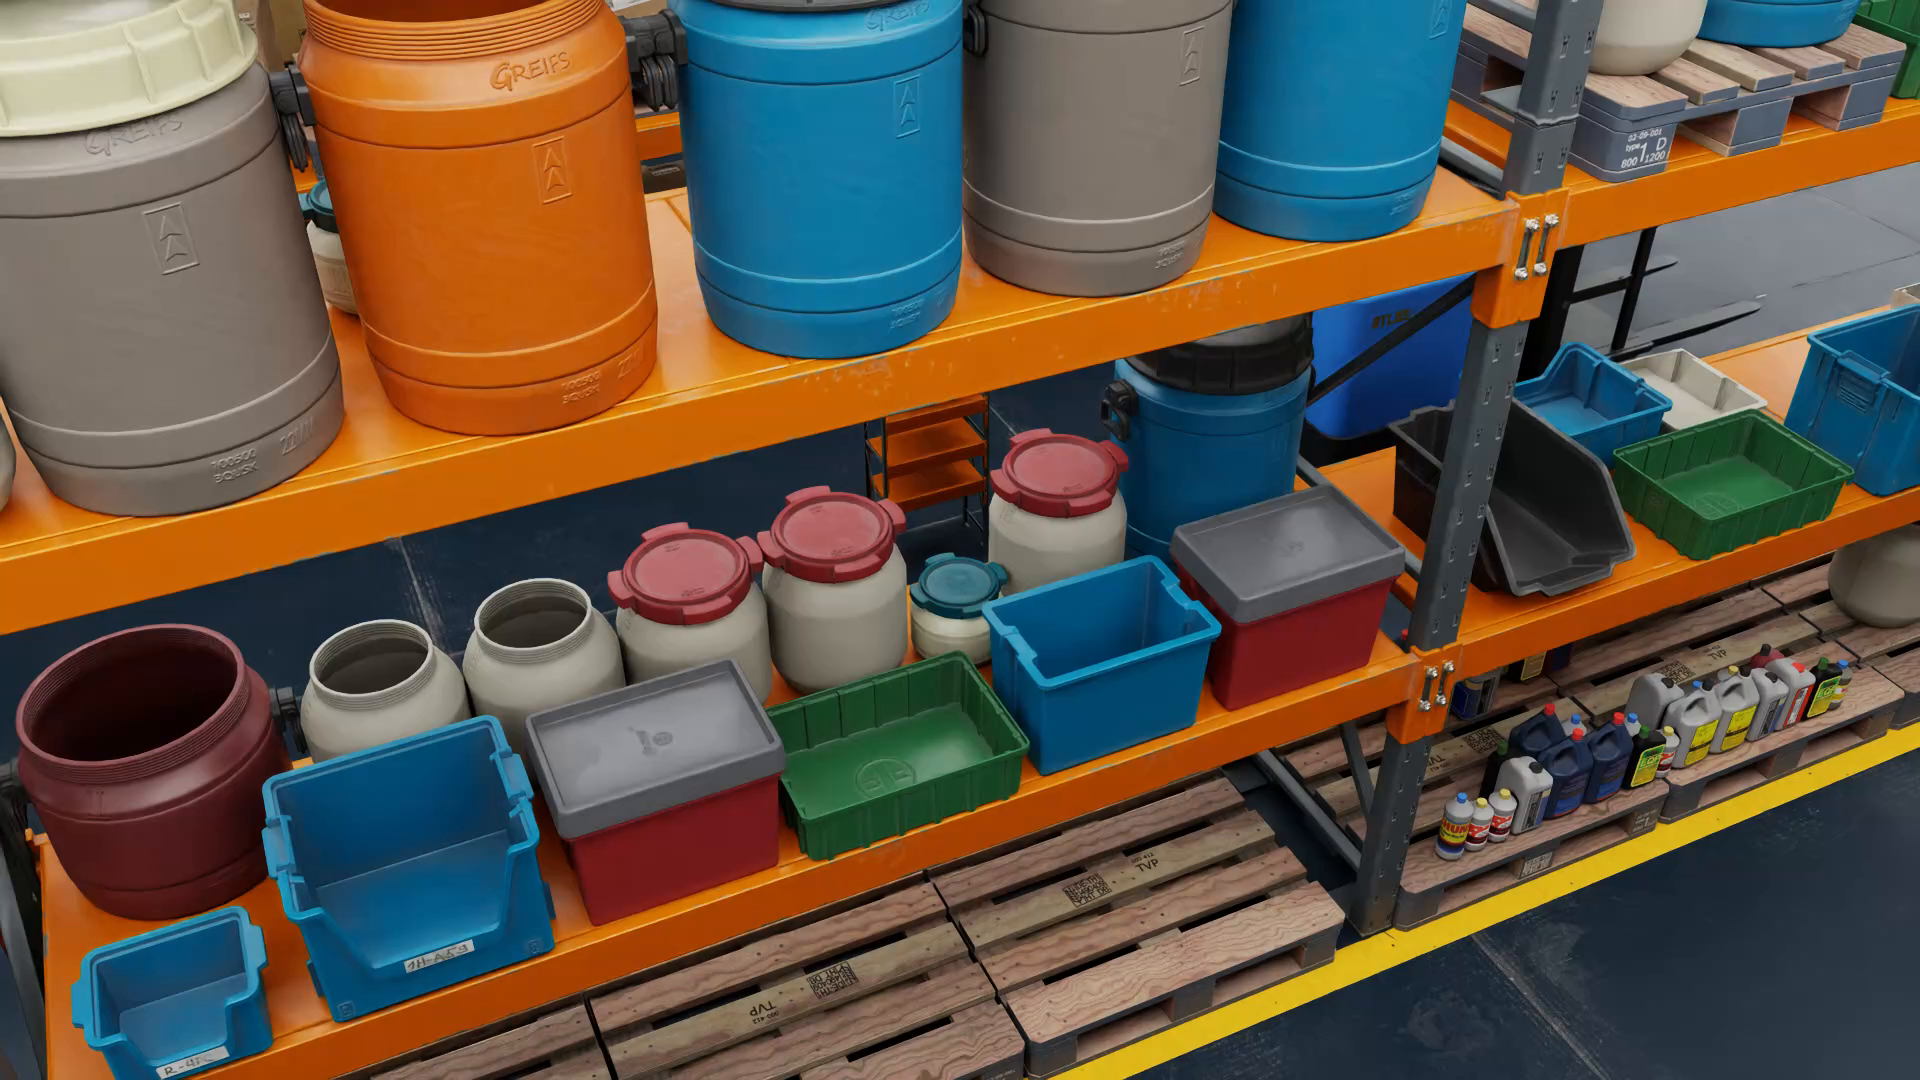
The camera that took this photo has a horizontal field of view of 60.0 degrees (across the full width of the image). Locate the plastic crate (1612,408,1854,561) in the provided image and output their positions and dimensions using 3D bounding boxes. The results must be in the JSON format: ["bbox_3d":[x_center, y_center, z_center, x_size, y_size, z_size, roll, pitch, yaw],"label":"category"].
[{"bbox_3d":[2.607,-0.190,5.666,0.662,0.188,0.450,-16,39,-20],"label":"plastic crate"}]

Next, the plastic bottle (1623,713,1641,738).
[{"bbox_3d":[2.454,0.750,6.142,0.097,0.271,0.097,0,37,0],"label":"plastic bottle"}]

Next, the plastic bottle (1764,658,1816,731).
[{"bbox_3d":[3.164,0.571,6.379,0.135,0.276,0.152,-15,39,-20],"label":"plastic bottle"}]

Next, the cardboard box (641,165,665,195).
[{"bbox_3d":[-1.851,-1.673,9.217,0.500,0.500,0.700,-16,39,-20],"label":"cardboard box"}]

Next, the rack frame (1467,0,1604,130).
[{"bbox_3d":[1.259,-2.493,3.558,0.127,3.000,1.000,-16,39,-20],"label":"rack frame"}]

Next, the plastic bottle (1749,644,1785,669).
[{"bbox_3d":[3.118,0.511,6.454,0.133,0.283,0.061,-16,39,-20],"label":"plastic bottle"}]

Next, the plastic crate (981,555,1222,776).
[{"bbox_3d":[0.392,0.370,4.747,0.575,0.384,0.392,-16,39,-20],"label":"plastic crate"}]

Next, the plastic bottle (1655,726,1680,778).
[{"bbox_3d":[2.603,0.776,6.165,0.097,0.201,0.097,0,37,0],"label":"plastic bottle"}]

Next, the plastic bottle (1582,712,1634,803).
[{"bbox_3d":[2.337,0.775,6.041,0.185,0.351,0.144,-17,40,-22],"label":"plastic bottle"}]

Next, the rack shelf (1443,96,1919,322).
[{"bbox_3d":[3.069,-1.506,5.348,4.000,0.370,1.077,-16,39,-20],"label":"rack shelf"}]

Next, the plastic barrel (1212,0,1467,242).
[{"bbox_3d":[0.891,-1.244,3.971,0.708,0.901,0.600,-16,39,-20],"label":"plastic barrel"}]

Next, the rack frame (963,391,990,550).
[{"bbox_3d":[0.071,-0.502,7.419,0.015,1.200,0.240,-16,39,-20],"label":"rack frame"}]

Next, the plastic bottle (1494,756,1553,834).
[{"bbox_3d":[2.014,0.893,5.945,0.135,0.276,0.152,-14,39,-18],"label":"plastic bottle"}]

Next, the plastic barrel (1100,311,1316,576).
[{"bbox_3d":[0.780,-0.351,5.284,0.708,0.901,0.600,-16,39,-20],"label":"plastic barrel"}]

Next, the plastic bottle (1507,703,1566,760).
[{"bbox_3d":[2.104,0.745,6.082,0.185,0.351,0.144,-16,39,-20],"label":"plastic bottle"}]

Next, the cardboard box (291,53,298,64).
[{"bbox_3d":[-2.852,-2.151,7.905,0.500,0.250,0.500,-17,40,-21],"label":"cardboard box"}]

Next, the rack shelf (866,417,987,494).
[{"bbox_3d":[-0.150,-0.386,7.376,0.480,0.148,0.258,-16,39,-20],"label":"rack shelf"}]

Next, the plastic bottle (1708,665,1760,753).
[{"bbox_3d":[2.890,0.621,6.250,0.185,0.351,0.144,-14,39,-18],"label":"plastic bottle"}]

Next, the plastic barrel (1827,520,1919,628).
[{"bbox_3d":[3.863,0.069,6.875,0.421,0.512,0.421,0,37,0],"label":"plastic barrel"}]

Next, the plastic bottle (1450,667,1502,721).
[{"bbox_3d":[1.979,0.540,6.421,0.135,0.276,0.152,-16,39,-20],"label":"plastic bottle"}]

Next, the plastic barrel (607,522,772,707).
[{"bbox_3d":[-0.756,0.281,4.739,0.433,0.535,0.433,0,37,0],"label":"plastic barrel"}]

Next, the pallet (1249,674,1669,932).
[{"bbox_3d":[1.884,0.889,6.374,1.213,0.211,1.003,-16,39,-20],"label":"pallet"}]

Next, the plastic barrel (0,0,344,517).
[{"bbox_3d":[-1.527,-0.568,3.059,0.600,0.901,0.600,0,37,0],"label":"plastic barrel"}]

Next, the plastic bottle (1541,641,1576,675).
[{"bbox_3d":[2.380,0.400,6.603,0.133,0.283,0.061,-16,39,-20],"label":"plastic bottle"}]

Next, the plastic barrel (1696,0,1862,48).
[{"bbox_3d":[2.205,-1.853,4.439,0.708,0.901,0.600,-16,39,-20],"label":"plastic barrel"}]

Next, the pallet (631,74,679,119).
[{"bbox_3d":[-1.599,-2.563,8.848,1.213,0.211,1.003,-16,39,-20],"label":"pallet"}]

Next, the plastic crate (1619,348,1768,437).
[{"bbox_3d":[2.621,-0.525,6.162,0.437,0.136,0.530,-16,39,-20],"label":"plastic crate"}]

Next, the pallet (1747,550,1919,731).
[{"bbox_3d":[4.093,0.271,7.207,1.213,0.211,1.003,-16,39,-20],"label":"pallet"}]

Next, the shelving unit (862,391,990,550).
[{"bbox_3d":[-0.150,-0.440,7.336,0.503,1.200,0.258,-16,39,-20],"label":"shelving unit"}]

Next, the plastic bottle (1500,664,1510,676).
[{"bbox_3d":[2.185,0.355,6.608,0.185,0.351,0.144,-16,39,-20],"label":"plastic bottle"}]

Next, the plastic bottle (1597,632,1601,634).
[{"bbox_3d":[2.615,0.279,6.835,0.097,0.201,0.097,0,37,0],"label":"plastic bottle"}]

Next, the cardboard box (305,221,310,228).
[{"bbox_3d":[-3.397,-1.542,8.410,0.500,0.250,0.500,-11,38,-15],"label":"cardboard box"}]

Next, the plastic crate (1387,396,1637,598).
[{"bbox_3d":[1.787,-0.123,5.450,0.504,0.338,0.767,-16,39,-20],"label":"plastic crate"}]

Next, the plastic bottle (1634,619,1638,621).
[{"bbox_3d":[2.796,0.201,6.883,0.097,0.271,0.097,0,37,0],"label":"plastic bottle"}]

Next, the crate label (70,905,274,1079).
[{"bbox_3d":[-1.822,1.092,3.901,0.416,0.233,0.303,-16,39,-20],"label":"crate label"}]

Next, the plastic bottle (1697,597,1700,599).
[{"bbox_3d":[3.106,0.114,6.999,0.097,0.271,0.097,0,37,0],"label":"plastic bottle"}]

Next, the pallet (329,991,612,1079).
[{"bbox_3d":[-1.645,1.874,5.047,1.213,0.211,1.003,-16,39,-20],"label":"pallet"}]

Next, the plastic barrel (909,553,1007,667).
[{"bbox_3d":[-0.005,0.224,5.046,0.301,0.262,0.301,0,37,0],"label":"plastic barrel"}]

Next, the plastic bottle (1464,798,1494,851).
[{"bbox_3d":[1.825,0.994,5.872,0.097,0.201,0.097,0,37,0],"label":"plastic bottle"}]

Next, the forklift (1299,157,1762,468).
[{"bbox_3d":[2.889,-2.057,8.063,3.031,2.935,1.130,-16,40,-21],"label":"forklift"}]

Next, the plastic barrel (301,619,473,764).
[{"bbox_3d":[-1.522,0.508,4.453,0.421,0.512,0.421,0,37,0],"label":"plastic barrel"}]

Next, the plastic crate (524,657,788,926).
[{"bbox_3d":[-0.769,0.659,4.290,0.583,0.464,0.402,-16,39,-20],"label":"plastic crate"}]

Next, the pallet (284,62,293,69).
[{"bbox_3d":[-4.634,-3.788,12.680,1.213,0.211,1.003,-16,39,-20],"label":"pallet"}]

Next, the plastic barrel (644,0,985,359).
[{"bbox_3d":[-0.294,-0.913,3.524,0.708,0.901,0.600,-16,39,-20],"label":"plastic barrel"}]

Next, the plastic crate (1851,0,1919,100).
[{"bbox_3d":[2.803,-1.456,4.855,0.450,0.188,0.336,-16,39,-20],"label":"plastic crate"}]

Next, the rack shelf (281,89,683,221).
[{"bbox_3d":[-2.656,-1.960,8.478,4.000,0.370,1.077,-16,39,-20],"label":"rack shelf"}]

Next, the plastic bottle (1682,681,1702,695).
[{"bbox_3d":[2.799,0.627,6.367,0.097,0.201,0.097,0,37,0],"label":"plastic bottle"}]

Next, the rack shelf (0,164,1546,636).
[{"bbox_3d":[-0.552,-0.493,3.983,4.000,0.370,1.077,-16,39,-20],"label":"rack shelf"}]

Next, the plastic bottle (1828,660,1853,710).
[{"bbox_3d":[3.403,0.552,6.467,0.097,0.201,0.097,0,37,0],"label":"plastic bottle"}]
